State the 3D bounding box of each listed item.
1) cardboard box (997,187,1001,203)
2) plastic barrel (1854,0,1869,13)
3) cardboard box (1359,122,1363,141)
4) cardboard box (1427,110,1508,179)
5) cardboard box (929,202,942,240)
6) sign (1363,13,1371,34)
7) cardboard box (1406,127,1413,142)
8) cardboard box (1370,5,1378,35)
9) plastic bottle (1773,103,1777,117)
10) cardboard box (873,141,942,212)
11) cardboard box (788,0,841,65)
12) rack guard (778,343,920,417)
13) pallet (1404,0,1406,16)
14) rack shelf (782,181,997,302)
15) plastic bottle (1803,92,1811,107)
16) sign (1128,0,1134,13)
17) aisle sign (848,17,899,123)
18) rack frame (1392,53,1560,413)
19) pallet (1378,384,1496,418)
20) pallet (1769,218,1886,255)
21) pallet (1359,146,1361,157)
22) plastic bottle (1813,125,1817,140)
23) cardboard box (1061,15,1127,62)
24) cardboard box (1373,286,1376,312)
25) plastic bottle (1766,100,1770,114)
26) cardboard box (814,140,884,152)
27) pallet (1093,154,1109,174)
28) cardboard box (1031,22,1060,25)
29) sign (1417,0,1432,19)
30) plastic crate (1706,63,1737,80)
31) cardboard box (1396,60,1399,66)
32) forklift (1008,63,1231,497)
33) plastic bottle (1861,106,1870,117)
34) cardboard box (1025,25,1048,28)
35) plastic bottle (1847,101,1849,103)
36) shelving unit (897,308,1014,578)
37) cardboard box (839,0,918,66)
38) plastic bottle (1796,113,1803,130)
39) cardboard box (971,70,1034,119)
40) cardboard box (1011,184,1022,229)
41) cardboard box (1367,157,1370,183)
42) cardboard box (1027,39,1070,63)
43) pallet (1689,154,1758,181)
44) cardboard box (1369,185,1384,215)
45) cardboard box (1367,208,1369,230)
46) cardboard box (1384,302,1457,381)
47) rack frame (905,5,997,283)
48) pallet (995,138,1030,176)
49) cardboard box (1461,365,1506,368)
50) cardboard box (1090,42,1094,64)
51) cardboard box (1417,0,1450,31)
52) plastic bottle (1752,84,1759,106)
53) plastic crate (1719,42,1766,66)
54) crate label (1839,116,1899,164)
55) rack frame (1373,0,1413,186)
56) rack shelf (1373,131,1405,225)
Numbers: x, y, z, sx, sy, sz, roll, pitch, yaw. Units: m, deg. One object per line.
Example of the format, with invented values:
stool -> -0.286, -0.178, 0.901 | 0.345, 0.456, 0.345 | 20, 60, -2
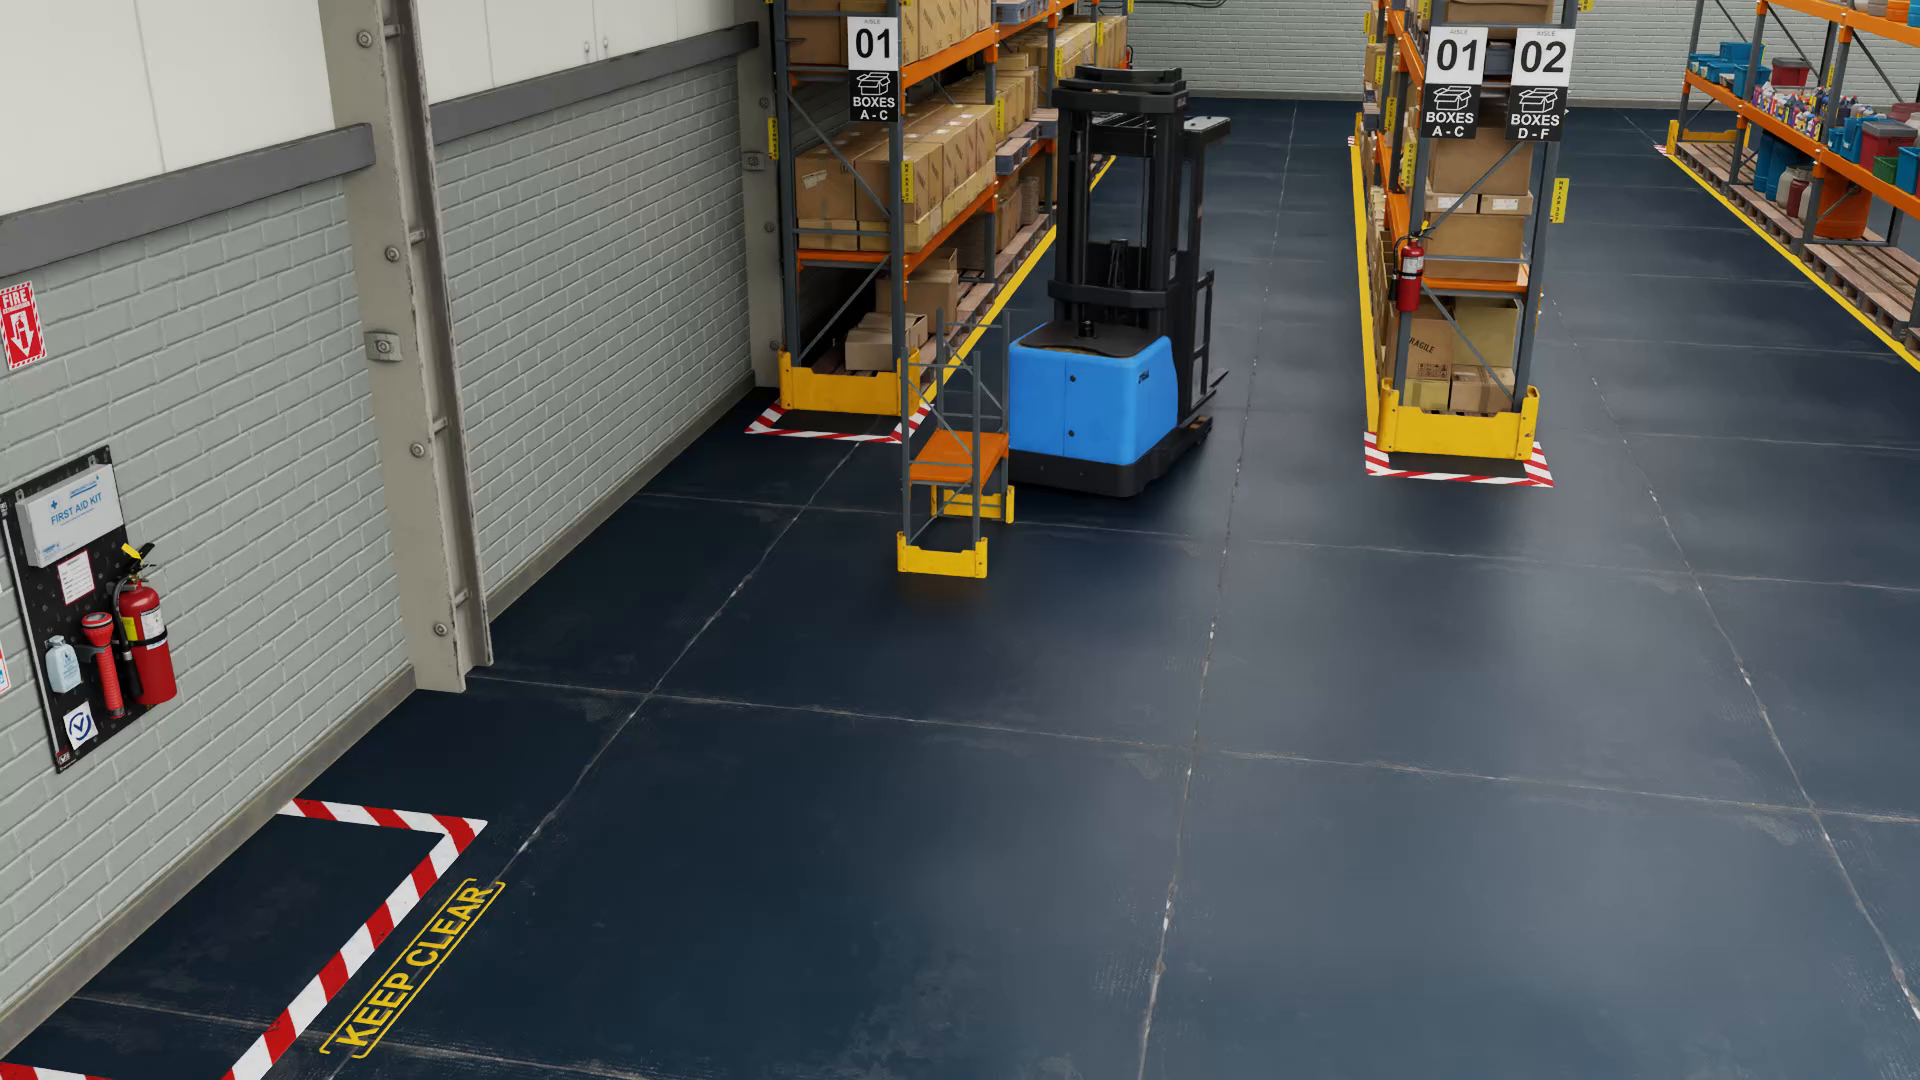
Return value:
cardboard box -> 0.186, -3.976, 18.964 | 0.500, 0.250, 0.500 | 4, 22, 9
plastic barrel -> 10.015, -6.022, 18.125 | 0.421, 0.512, 0.421 | 0, 22, 0
cardboard box -> 6.671, -6.542, 26.674 | 0.500, 0.250, 0.500 | 4, 22, 11
cardboard box -> 4.118, -3.152, 13.294 | 0.700, 0.500, 0.500 | 4, 22, 10
cardboard box -> -0.451, -2.783, 14.423 | 0.500, 0.250, 0.500 | 4, 22, 9
sign -> 6.631, -8.416, 27.077 | 0.100, 0.325, 0.005 | 4, 22, 11
cardboard box -> 4.469, -3.849, 15.892 | 0.380, 0.149, 0.250 | 4, 22, 11
cardboard box -> 6.607, -7.967, 25.648 | 0.500, 0.500, 0.500 | 5, 22, 12
plastic bottle -> 10.487, -5.520, 21.311 | 0.097, 0.201, 0.097 | 0, 22, 0
cardboard box -> -0.451, -3.117, 14.249 | 0.500, 0.500, 0.500 | 5, 22, 11
cardboard box -> -1.116, -4.117, 13.385 | 0.500, 0.500, 0.500 | 6, 23, 15
rack guard -> -0.938, -1.366, 14.077 | 1.175, 0.500, 0.348 | 4, 22, 11
pallet -> 5.253, -5.687, 17.697 | 1.003, 0.211, 1.213 | 6, 23, 13
rack shelf -> -0.545, -2.896, 15.492 | 1.077, 0.370, 4.000 | 4, 22, 11
plastic bottle -> 11.304, -5.873, 22.188 | 0.097, 0.201, 0.097 | 0, 22, 0
sign -> 2.840, -8.950, 27.695 | 0.100, 0.325, 0.005 | 4, 22, 11
aisle sign -> -0.674, -3.655, 12.934 | 0.394, 0.787, 0.004 | 4, 22, 11
rack frame -> 3.897, -2.122, 12.607 | 1.000, 3.000, 0.127 | 4, 22, 11
pallet -> 4.012, -1.111, 13.830 | 1.003, 0.211, 1.213 | 4, 22, 11
pallet -> 10.498, -3.667, 20.176 | 1.003, 0.211, 1.213 | 4, 22, 11
pallet -> 6.985, -6.360, 26.864 | 1.003, 0.211, 1.213 | 4, 22, 11
plastic bottle -> 10.084, -4.798, 19.517 | 0.097, 0.201, 0.097 | 0, 22, 0
cardboard box -> 2.218, -8.302, 27.550 | 0.980, 0.700, 0.700 | 5, 23, 13
cardboard box -> 4.322, -2.358, 16.311 | 0.500, 0.250, 0.500 | 4, 22, 11
plastic bottle -> 10.562, -5.654, 21.643 | 0.097, 0.201, 0.097 | 0, 22, 0
cardboard box -> -0.953, -3.158, 14.349 | 0.500, 0.500, 0.500 | 5, 22, 12
pallet -> 1.727, -5.865, 25.635 | 1.003, 0.211, 1.213 | 4, 22, 11
cardboard box -> 1.147, -7.280, 23.852 | 0.500, 0.250, 0.500 | 5, 23, 13
sign -> 3.369, -3.934, 12.011 | 0.100, 0.325, 0.005 | 4, 22, 11
plastic crate -> 11.369, -6.998, 24.858 | 0.416, 0.233, 0.300 | 4, 22, 11
cardboard box -> 5.921, -5.848, 21.162 | 0.700, 0.500, 0.500 | 9, 24, 21
forklift -> 1.386, -2.181, 12.845 | 1.130, 2.935, 3.031 | 10, 24, 23
plastic bottle -> 11.063, -5.167, 20.325 | 0.061, 0.283, 0.133 | 4, 22, 11
cardboard box -> 1.046, -7.088, 23.376 | 0.500, 0.250, 0.500 | 5, 22, 12
plastic bottle -> 11.094, -5.362, 20.825 | 0.097, 0.271, 0.097 | 0, 22, 0
shelving unit -> -0.016, -0.668, 11.004 | 0.587, 1.500, 1.083 | 4, 22, 11
cardboard box -> -0.640, -4.048, 13.215 | 0.500, 0.500, 0.500 | 5, 22, 12
plastic bottle -> 10.251, -5.096, 20.257 | 0.097, 0.201, 0.097 | 0, 22, 0
cardboard box -> 0.506, -5.295, 19.764 | 0.700, 0.500, 0.500 | 2, 22, 6
cardboard box -> 0.365, -4.022, 20.081 | 0.700, 0.500, 0.500 | 4, 22, 11
cardboard box -> 5.801, -5.019, 22.557 | 0.500, 0.500, 0.500 | 5, 22, 12
cardboard box -> 1.133, -6.308, 21.440 | 0.500, 0.250, 0.500 | 4, 22, 10
pallet -> 11.553, -5.558, 24.870 | 1.003, 0.211, 1.213 | 4, 22, 11
cardboard box -> 5.135, -4.058, 19.782 | 0.500, 0.311, 0.500 | 5, 23, 13
cardboard box -> 5.135, -3.798, 19.887 | 0.500, 0.250, 0.500 | 4, 22, 11
cardboard box -> 3.715, -1.608, 13.446 | 0.500, 0.500, 0.500 | 4, 22, 11
rack frame -> -0.137, -3.961, 17.174 | 1.000, 3.000, 0.127 | 4, 22, 11
pallet -> 0.162, -4.141, 17.876 | 1.003, 0.211, 1.213 | 4, 22, 11
cardboard box -> 4.323, -1.404, 13.942 | 0.500, 0.250, 0.500 | 4, 22, 11
cardboard box -> 1.648, -6.892, 23.893 | 0.500, 0.500, 0.500 | 4, 22, 10
cardboard box -> 3.874, -4.145, 13.066 | 0.500, 0.250, 0.500 | 4, 22, 11
plastic bottle -> 10.702, -5.976, 22.333 | 0.061, 0.283, 0.133 | 4, 22, 11
plastic crate -> 12.125, -7.502, 25.838 | 0.616, 0.435, 0.499 | 4, 22, 11
crate label -> 9.910, -4.342, 18.073 | 0.502, 0.435, 0.616 | 4, 22, 11
rack frame -> 5.530, -5.048, 19.872 | 1.000, 3.000, 0.127 | 4, 22, 11
rack shelf -> 5.122, -3.983, 18.190 | 1.077, 0.370, 4.000 | 4, 22, 11
